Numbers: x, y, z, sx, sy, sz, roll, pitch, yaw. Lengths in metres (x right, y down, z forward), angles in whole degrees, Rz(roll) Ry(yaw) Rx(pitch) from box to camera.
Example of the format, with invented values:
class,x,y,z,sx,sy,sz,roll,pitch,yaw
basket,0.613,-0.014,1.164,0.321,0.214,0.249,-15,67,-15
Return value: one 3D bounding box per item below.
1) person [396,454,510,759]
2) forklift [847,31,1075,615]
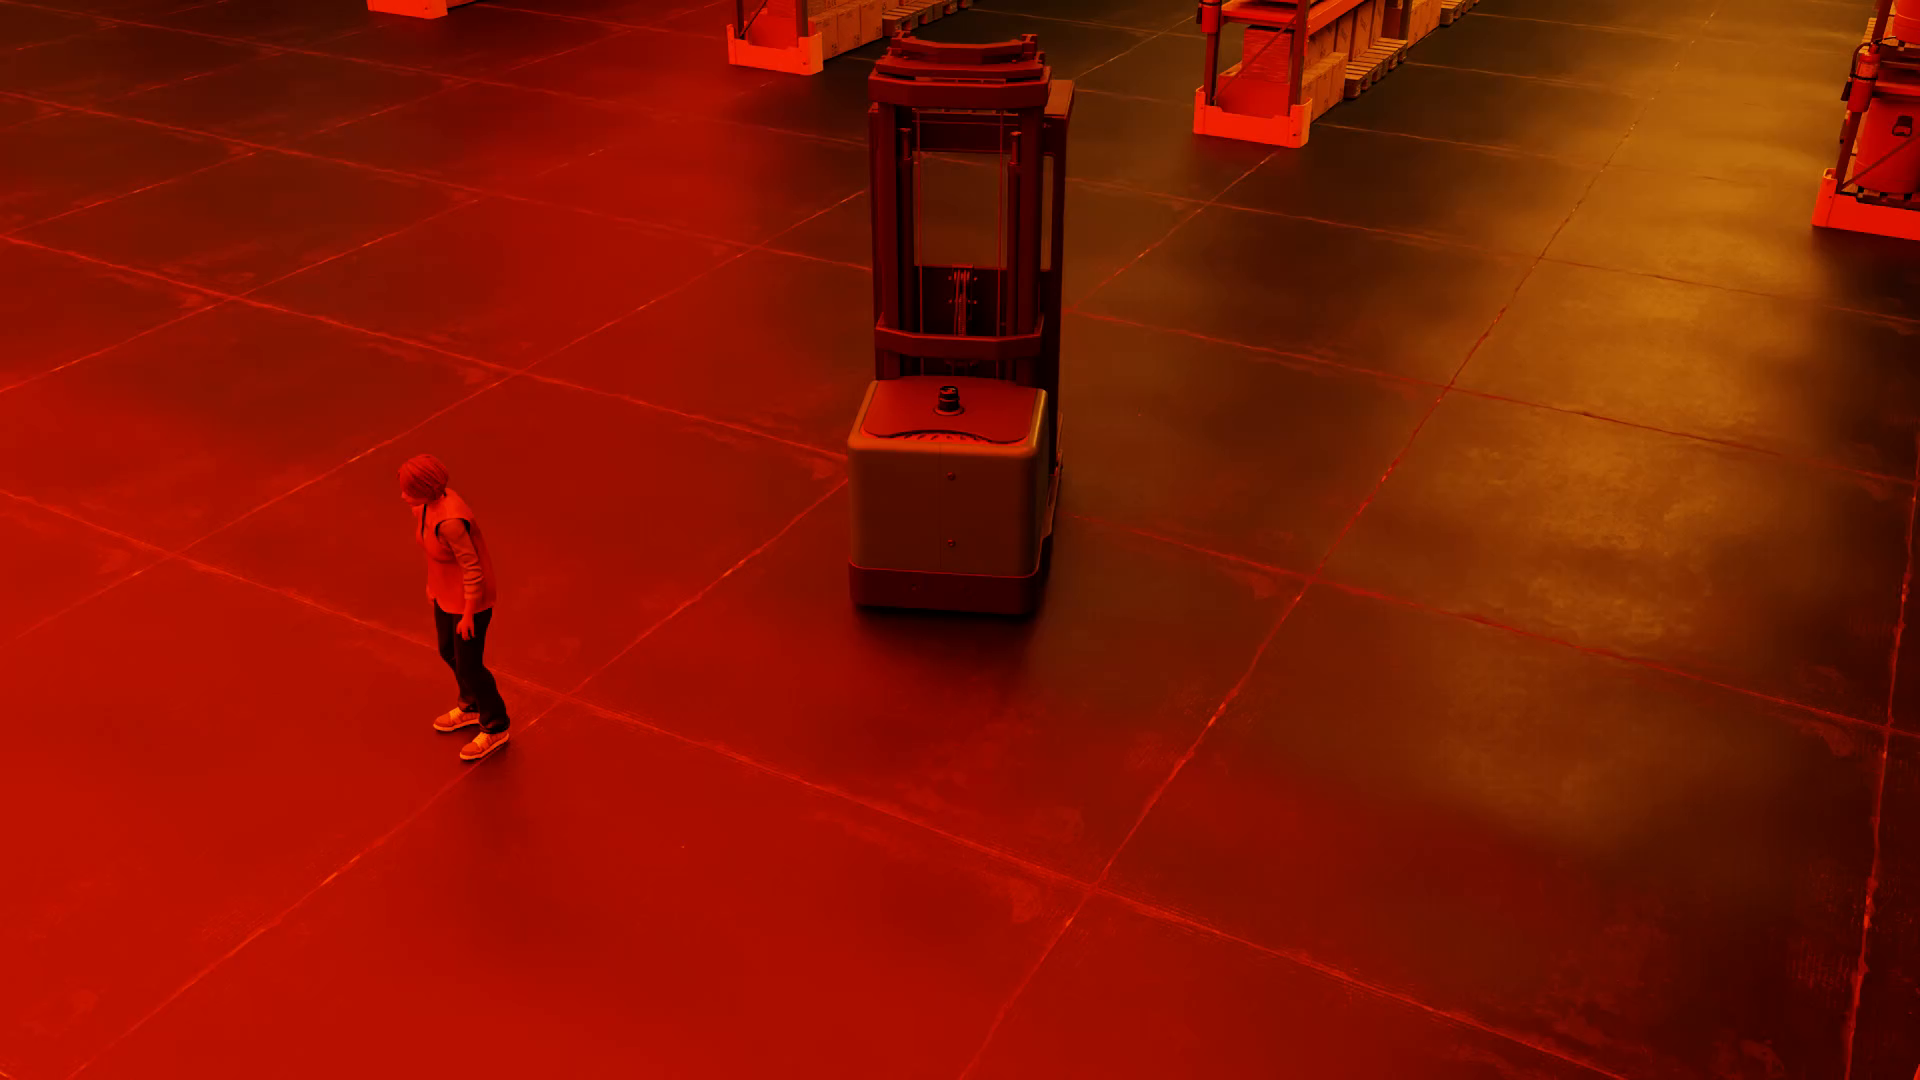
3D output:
class,x,y,z,sx,sy,sz,roll,pitch,yaw
person,-2.388,0.299,7.902,0.345,1.582,0.464,-21,36,-32
forklift,0.072,-1.572,9.794,1.130,2.935,3.031,3,30,6
